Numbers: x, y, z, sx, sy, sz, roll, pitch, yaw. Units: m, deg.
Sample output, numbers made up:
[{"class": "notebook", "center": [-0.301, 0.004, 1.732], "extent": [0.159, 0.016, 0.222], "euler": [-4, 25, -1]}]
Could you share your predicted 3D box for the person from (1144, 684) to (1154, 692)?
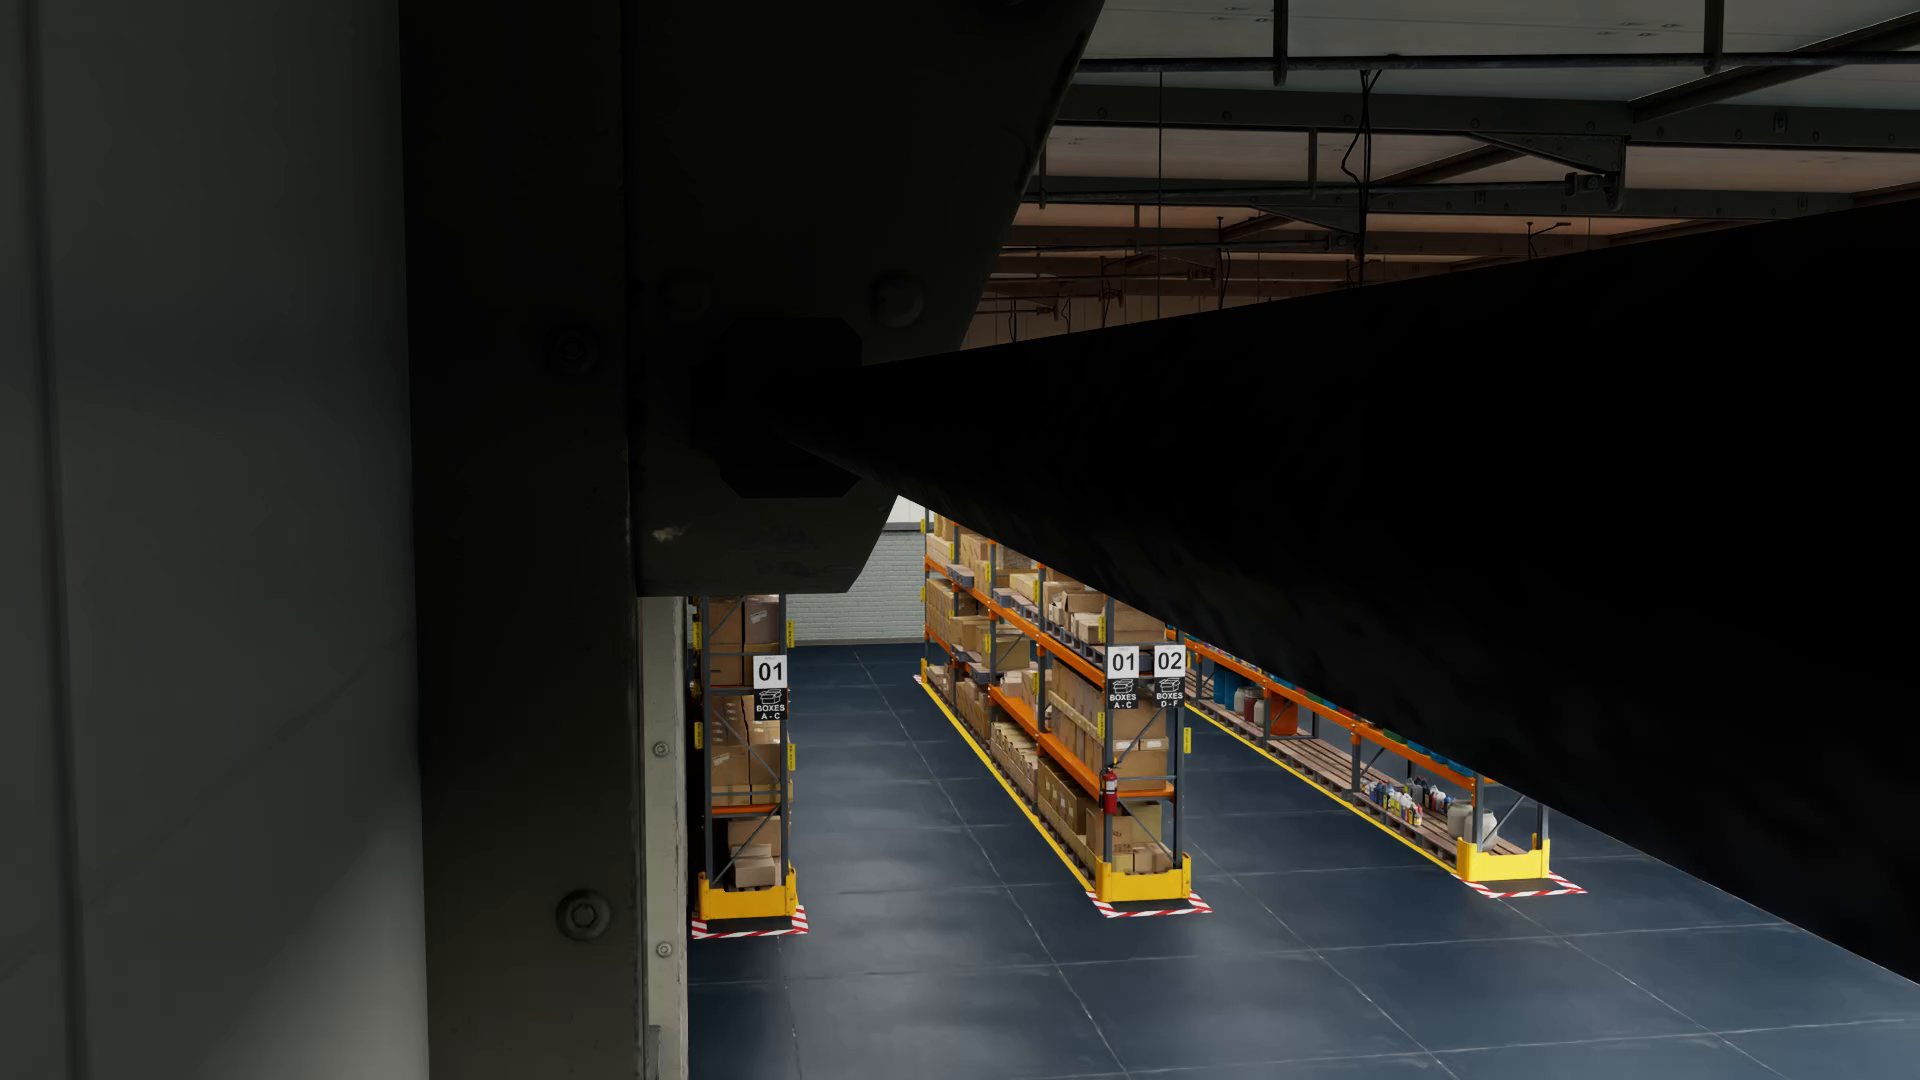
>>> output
[{"class": "person", "center": [3.896, 2.445, 34.221], "extent": [0.601, 1.717, 1.086], "euler": [2, 5, 19]}]
